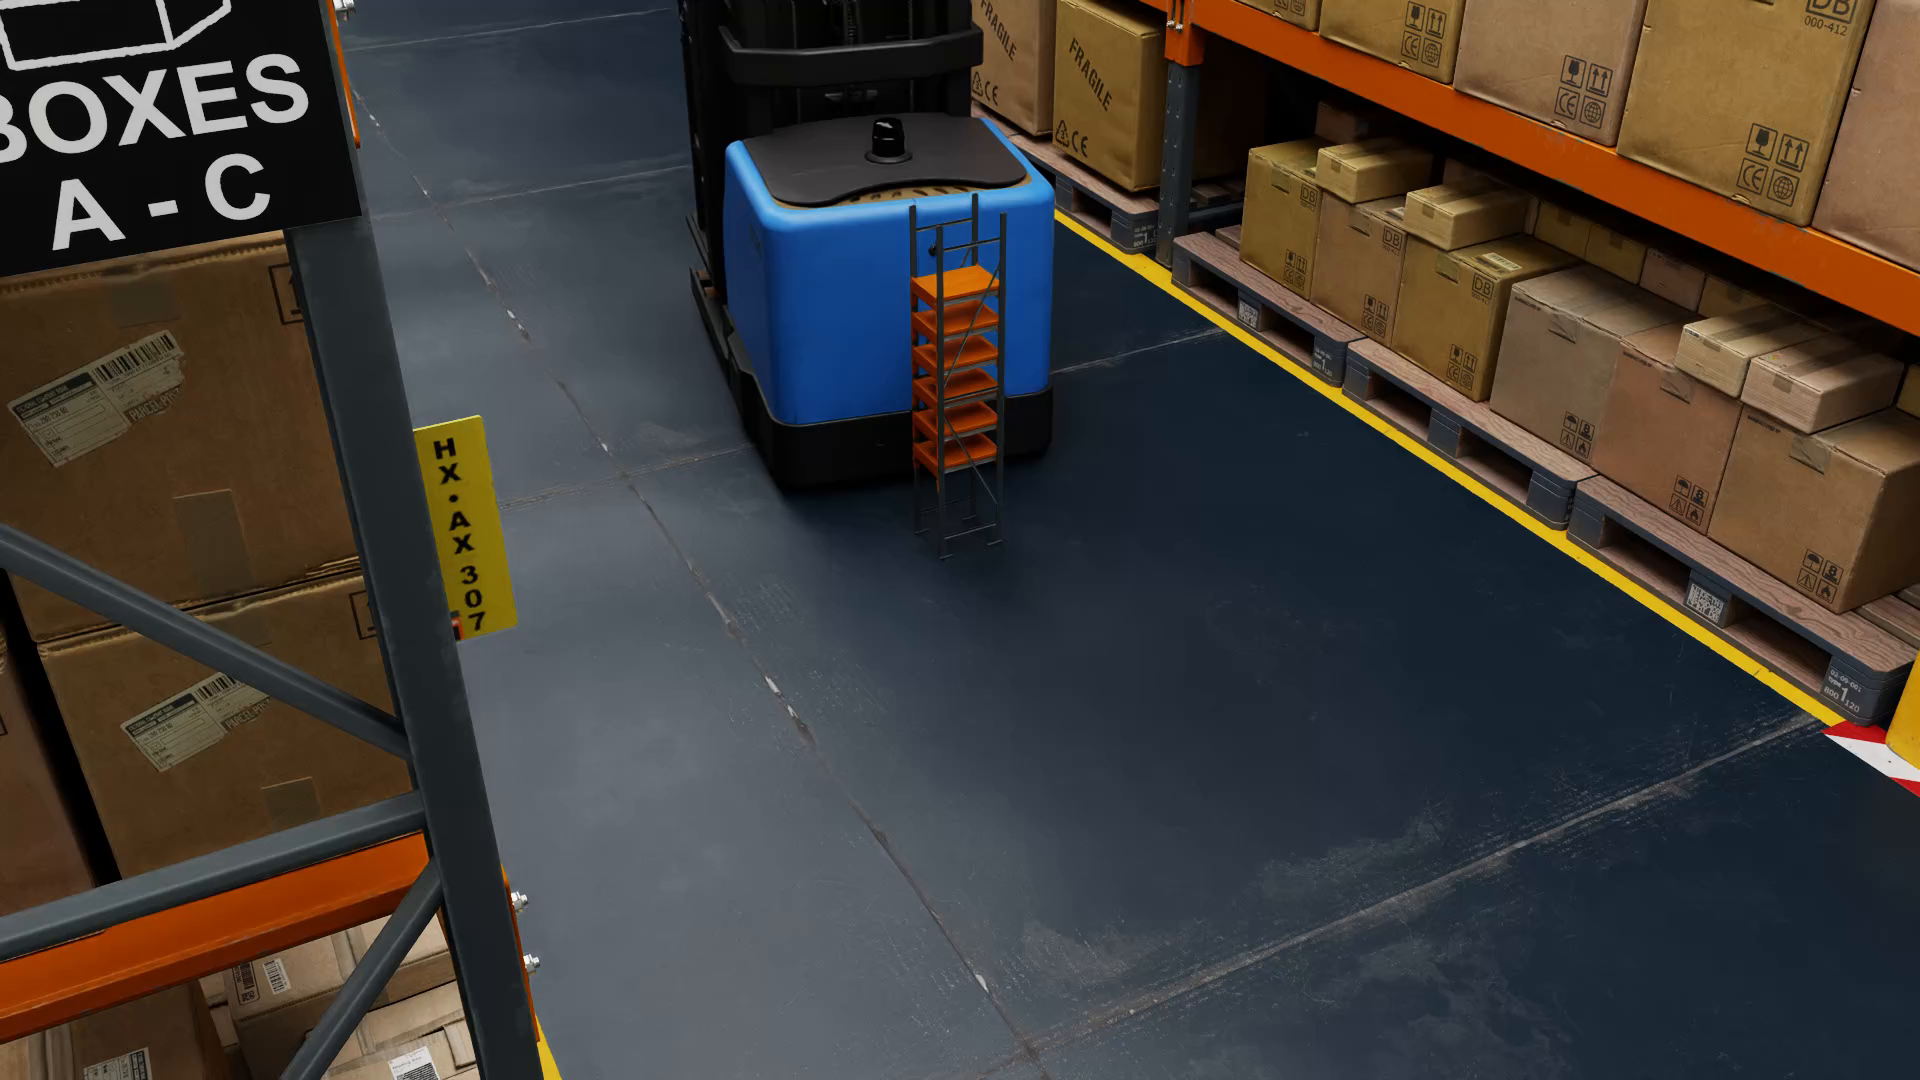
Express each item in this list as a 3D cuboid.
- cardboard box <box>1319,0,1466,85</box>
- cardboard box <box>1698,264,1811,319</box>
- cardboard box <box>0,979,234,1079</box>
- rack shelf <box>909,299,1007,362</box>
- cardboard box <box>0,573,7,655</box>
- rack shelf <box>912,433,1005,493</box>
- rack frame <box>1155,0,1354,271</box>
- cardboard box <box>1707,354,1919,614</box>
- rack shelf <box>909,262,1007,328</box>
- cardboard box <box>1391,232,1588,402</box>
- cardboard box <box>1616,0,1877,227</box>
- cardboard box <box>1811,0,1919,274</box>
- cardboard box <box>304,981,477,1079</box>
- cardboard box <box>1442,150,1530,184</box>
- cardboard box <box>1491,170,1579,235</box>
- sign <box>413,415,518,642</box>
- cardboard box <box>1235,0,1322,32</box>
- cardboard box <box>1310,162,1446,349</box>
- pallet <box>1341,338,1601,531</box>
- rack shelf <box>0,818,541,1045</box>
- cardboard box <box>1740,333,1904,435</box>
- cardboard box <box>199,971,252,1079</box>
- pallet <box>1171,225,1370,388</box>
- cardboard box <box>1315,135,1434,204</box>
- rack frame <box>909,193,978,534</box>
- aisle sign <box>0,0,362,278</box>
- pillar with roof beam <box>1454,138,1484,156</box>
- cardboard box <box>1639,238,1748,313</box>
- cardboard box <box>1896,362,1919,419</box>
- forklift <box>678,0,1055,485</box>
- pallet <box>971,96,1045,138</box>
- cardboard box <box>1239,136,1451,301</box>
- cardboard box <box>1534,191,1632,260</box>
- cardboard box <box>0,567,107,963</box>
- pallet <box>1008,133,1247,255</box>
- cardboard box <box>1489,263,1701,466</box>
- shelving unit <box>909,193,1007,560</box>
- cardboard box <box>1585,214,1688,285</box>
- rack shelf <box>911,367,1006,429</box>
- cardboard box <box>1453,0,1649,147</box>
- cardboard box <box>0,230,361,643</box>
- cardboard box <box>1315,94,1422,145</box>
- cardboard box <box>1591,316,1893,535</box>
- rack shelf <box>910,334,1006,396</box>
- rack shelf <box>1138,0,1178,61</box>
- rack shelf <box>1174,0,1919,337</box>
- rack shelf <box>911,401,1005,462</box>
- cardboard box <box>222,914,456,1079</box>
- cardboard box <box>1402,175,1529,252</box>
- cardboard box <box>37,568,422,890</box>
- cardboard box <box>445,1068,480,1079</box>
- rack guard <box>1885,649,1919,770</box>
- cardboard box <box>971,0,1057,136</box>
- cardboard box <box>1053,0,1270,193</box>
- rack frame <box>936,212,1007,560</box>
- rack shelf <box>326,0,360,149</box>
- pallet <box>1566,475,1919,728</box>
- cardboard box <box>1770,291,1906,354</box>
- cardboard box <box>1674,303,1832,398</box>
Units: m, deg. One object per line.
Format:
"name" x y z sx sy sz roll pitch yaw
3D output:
"cardboard box" 1.957 -2.178 6.091 0.980 0.700 0.700 -17 36 -24
"cardboard box" 2.715 -0.814 5.566 0.380 0.149 0.250 -16 36 -23
"cardboard box" -1.604 1.162 3.065 0.500 0.500 0.500 -16 36 -23
"rack shelf" -0.007 -0.677 5.332 0.258 0.103 0.180 -16 36 -23
"cardboard box" -1.583 -0.114 2.128 0.500 0.500 0.500 -16 36 -24
"rack shelf" -0.007 -0.273 5.591 0.258 0.103 0.180 -16 36 -23
"rack frame" 1.383 -2.665 7.128 1.000 3.000 0.127 -16 36 -23
"cardboard box" 2.833 -0.189 5.192 0.700 0.500 0.500 -16 36 -23
"rack shelf" -0.007 -0.778 5.267 0.258 0.103 0.180 -16 36 -23
"cardboard box" 2.110 -0.920 6.333 0.700 0.500 0.500 -15 36 -22
"cardboard box" 2.652 -1.467 4.981 0.980 0.700 0.700 -16 36 -23
"cardboard box" 3.001 -1.123 4.444 0.980 0.700 0.700 -14 35 -21
"cardboard box" -1.140 1.094 3.480 0.380 0.166 0.250 -16 36 -23
"cardboard box" 2.120 -1.422 6.515 0.380 0.149 0.250 -17 36 -25
"cardboard box" 2.237 -1.301 6.327 0.380 0.149 0.250 -15 36 -23
"sign" -0.653 -0.009 2.181 0.100 0.325 0.005 -16 36 -23
"cardboard box" 1.621 -2.528 6.637 0.980 0.700 0.700 -15 36 -22
"cardboard box" 1.872 -1.166 6.717 0.700 0.500 0.500 -16 36 -24
"pallet" 2.241 -0.525 6.374 1.003 0.211 1.213 -16 36 -23
"rack shelf" -2.065 -0.159 3.885 1.077 0.370 4.000 -16 36 -23
"cardboard box" 2.612 -0.477 5.041 0.380 0.149 0.250 -16 36 -24
"cardboard box" -1.713 1.086 3.492 0.380 0.166 0.250 -16 36 -23
"pallet" 1.668 -1.108 7.283 1.003 0.211 1.213 -16 36 -23
"cardboard box" 1.639 -1.470 6.590 0.380 0.149 0.250 -15 35 -22
"rack frame" -0.049 -0.556 5.505 0.240 1.200 0.006 -16 36 -23
"aisle sign" -0.841 -0.644 1.564 0.394 0.787 0.004 -16 36 -23
"pillar with roof beam" -1.334 -3.991 3.638 9.100 9.000 0.400 -16 36 -23
"cardboard box" 2.596 -0.935 5.755 0.380 0.149 0.250 -15 36 -22
"cardboard box" 3.068 -0.453 5.002 0.380 0.149 0.250 -16 36 -23
"forklift" -0.561 -2.217 6.493 1.130 2.935 3.031 -9 34 -14
"pallet" 0.384 -2.423 9.336 1.003 0.211 1.213 -16 36 -23
"cardboard box" 1.641 -1.406 7.092 0.700 0.500 0.500 -15 36 -23
"cardboard box" 2.358 -1.178 6.135 0.380 0.149 0.250 -17 36 -24
"cardboard box" -1.582 0.305 2.401 0.500 0.500 0.500 -15 35 -22
"pallet" 0.957 -1.840 8.426 1.003 0.211 1.213 -16 36 -23
"cardboard box" 2.365 -0.667 5.939 0.700 0.500 0.500 -17 36 -25
"shelving unit" -0.007 -0.512 5.437 0.258 1.200 0.189 -16 36 -23
"cardboard box" 2.476 -1.057 5.946 0.380 0.149 0.250 -15 36 -23
"rack shelf" -0.007 -0.475 5.461 0.258 0.103 0.180 -16 36 -23
"cardboard box" 2.305 -1.833 5.553 0.980 0.700 0.700 -18 37 -25
"cardboard box" -1.106 -0.249 2.339 0.500 0.500 0.500 -15 35 -22
"cardboard box" 1.749 -1.798 7.103 0.380 0.149 0.250 -16 36 -23
"cardboard box" 2.600 -0.428 5.565 0.700 0.500 0.500 -16 36 -23
"rack shelf" -0.007 -0.576 5.396 0.258 0.103 0.180 -16 36 -23
"rack shelf" 0.450 -3.316 8.812 1.077 0.370 4.000 -16 36 -23
"rack shelf" 2.315 -1.407 5.833 1.077 0.370 4.000 -16 36 -23
"rack shelf" -0.007 -0.374 5.526 0.258 0.103 0.180 -16 36 -23
"cardboard box" -1.368 0.895 3.713 0.500 0.250 0.500 -16 36 -23
"cardboard box" 1.883 -1.221 6.202 0.380 0.149 0.250 -17 36 -24
"cardboard box" -1.106 0.172 2.608 0.500 0.500 0.500 -15 36 -22
"cardboard box" -1.024 1.221 3.298 0.380 0.149 0.250 -16 36 -23
"rack guard" 3.259 0.308 4.805 1.175 0.500 0.348 -16 36 -23
"cardboard box" 0.548 -2.637 8.689 0.750 0.750 0.750 -15 35 -22
"cardboard box" 0.965 -2.214 8.028 0.750 0.750 0.750 -15 36 -23
"rack frame" 0.036 -0.468 5.369 0.240 1.200 0.006 -16 36 -23
"rack shelf" -2.065 -1.422 3.076 1.077 0.370 4.000 -16 36 -23
"pallet" 2.806 0.057 5.466 1.003 0.211 1.213 -16 36 -23
"cardboard box" 2.831 -0.694 5.379 0.380 0.149 0.250 -16 36 -23
"cardboard box" 2.492 -0.599 5.231 0.380 0.149 0.250 -15 36 -22
